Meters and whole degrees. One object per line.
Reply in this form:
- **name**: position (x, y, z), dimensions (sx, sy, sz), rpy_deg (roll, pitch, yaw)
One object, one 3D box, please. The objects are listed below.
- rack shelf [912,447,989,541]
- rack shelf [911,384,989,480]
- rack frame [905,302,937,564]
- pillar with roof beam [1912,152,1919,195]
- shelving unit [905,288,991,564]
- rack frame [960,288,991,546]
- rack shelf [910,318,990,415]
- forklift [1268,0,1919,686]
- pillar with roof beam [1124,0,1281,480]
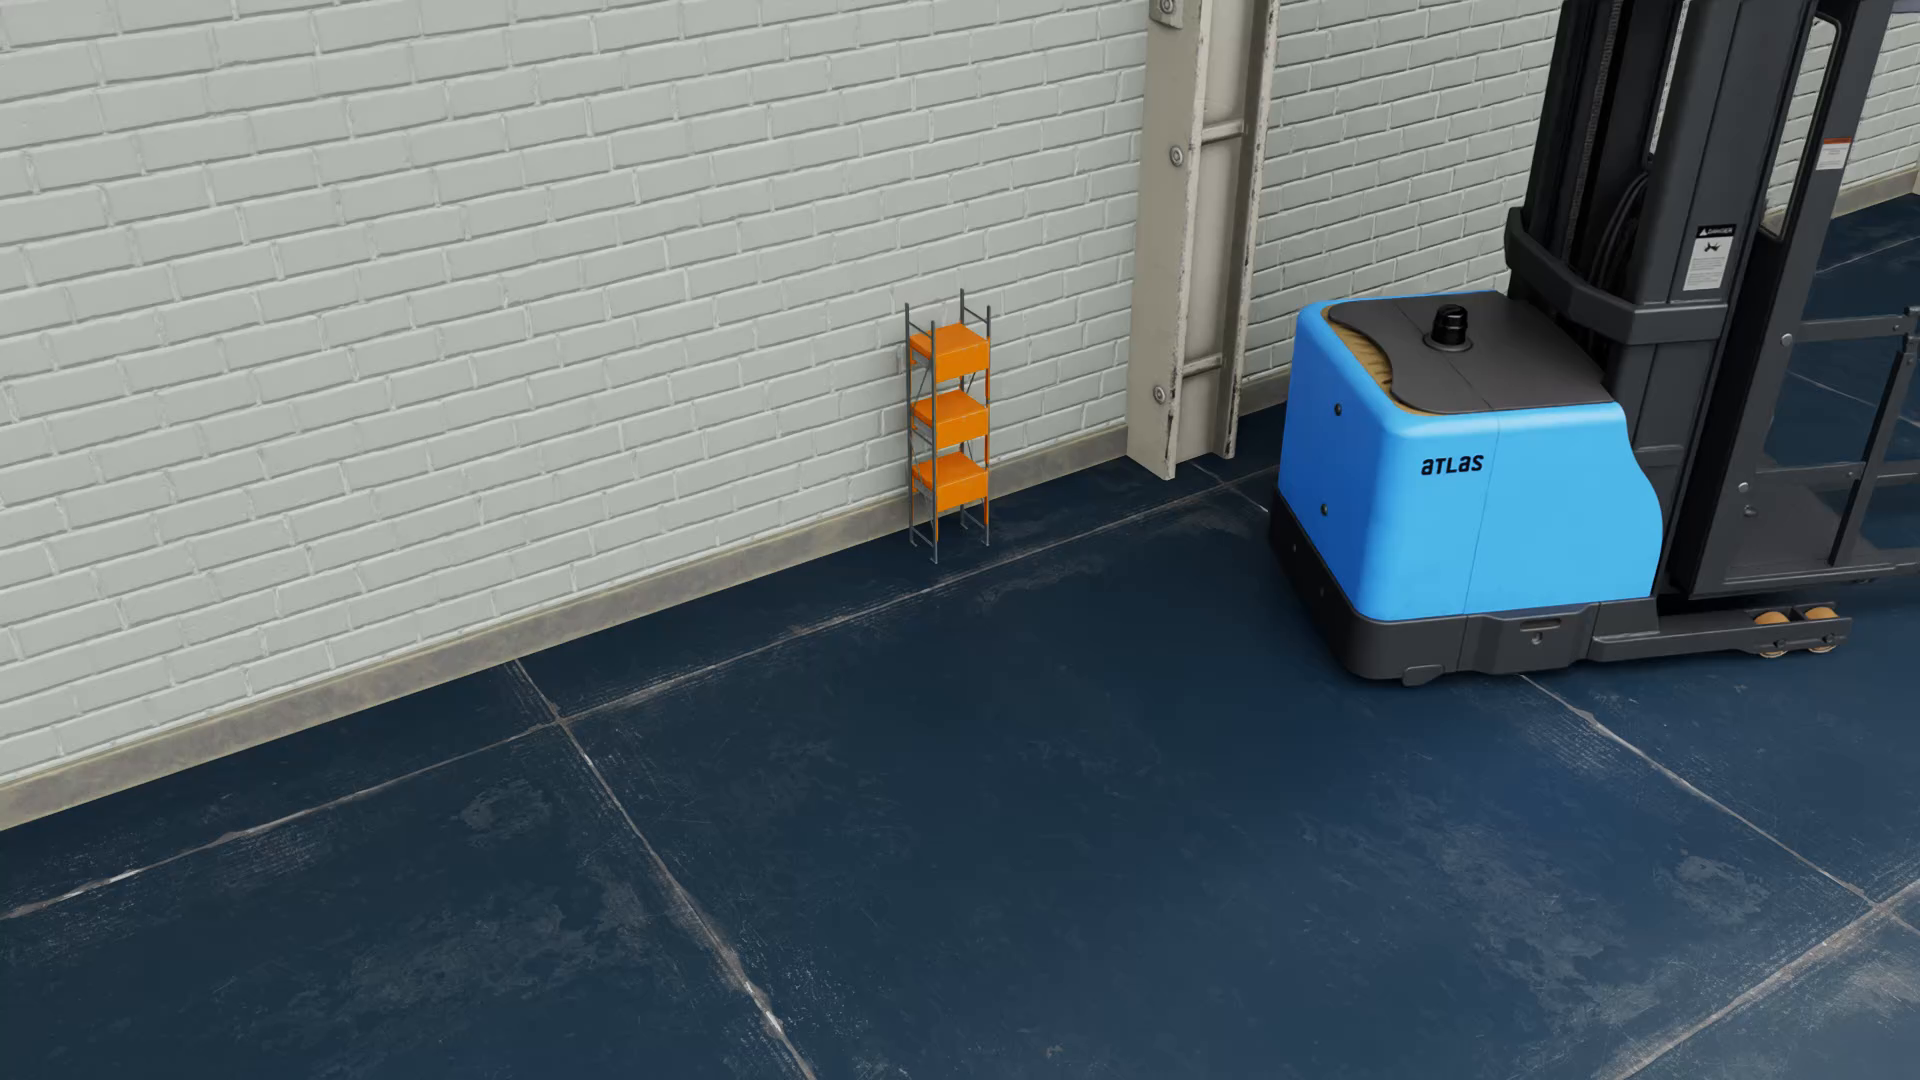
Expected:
- **rack shelf**: position (-0.045, -0.185, 6.599), dimensions (0.240, 0.259, 0.215), rpy_deg (-19, 37, -27)
- **rack shelf**: position (-0.045, -0.420, 6.451), dimensions (0.240, 0.259, 0.215), rpy_deg (-19, 37, -27)
- **rack frame**: position (-0.147, -0.393, 6.389), dimensions (0.008, 1.050, 0.200), rpy_deg (-19, 37, -27)
- **pillar with roof beam**: position (8.342, -3.992, 4.643), dimensions (0.400, 9.000, 9.100), rpy_deg (-19, 37, -27)
- **shelving unit**: position (-0.045, -0.429, 6.445), dimensions (0.252, 1.050, 0.215), rpy_deg (-19, 37, -27)
- **rack frame**: position (0.058, -0.464, 6.501), dimensions (0.008, 1.050, 0.200), rpy_deg (-19, 37, -27)
- **rack shelf**: position (-0.045, -0.660, 6.300), dimensions (0.240, 0.259, 0.215), rpy_deg (-19, 37, -27)
- **forklift**: position (2.791, -1.084, 5.722), dimensions (3.031, 2.935, 1.130), rpy_deg (-5, 33, -8)
- **pillar with roof beam**: position (3.299, -2.257, 1.894), dimensions (0.400, 9.000, 9.100), rpy_deg (-19, 37, -27)
